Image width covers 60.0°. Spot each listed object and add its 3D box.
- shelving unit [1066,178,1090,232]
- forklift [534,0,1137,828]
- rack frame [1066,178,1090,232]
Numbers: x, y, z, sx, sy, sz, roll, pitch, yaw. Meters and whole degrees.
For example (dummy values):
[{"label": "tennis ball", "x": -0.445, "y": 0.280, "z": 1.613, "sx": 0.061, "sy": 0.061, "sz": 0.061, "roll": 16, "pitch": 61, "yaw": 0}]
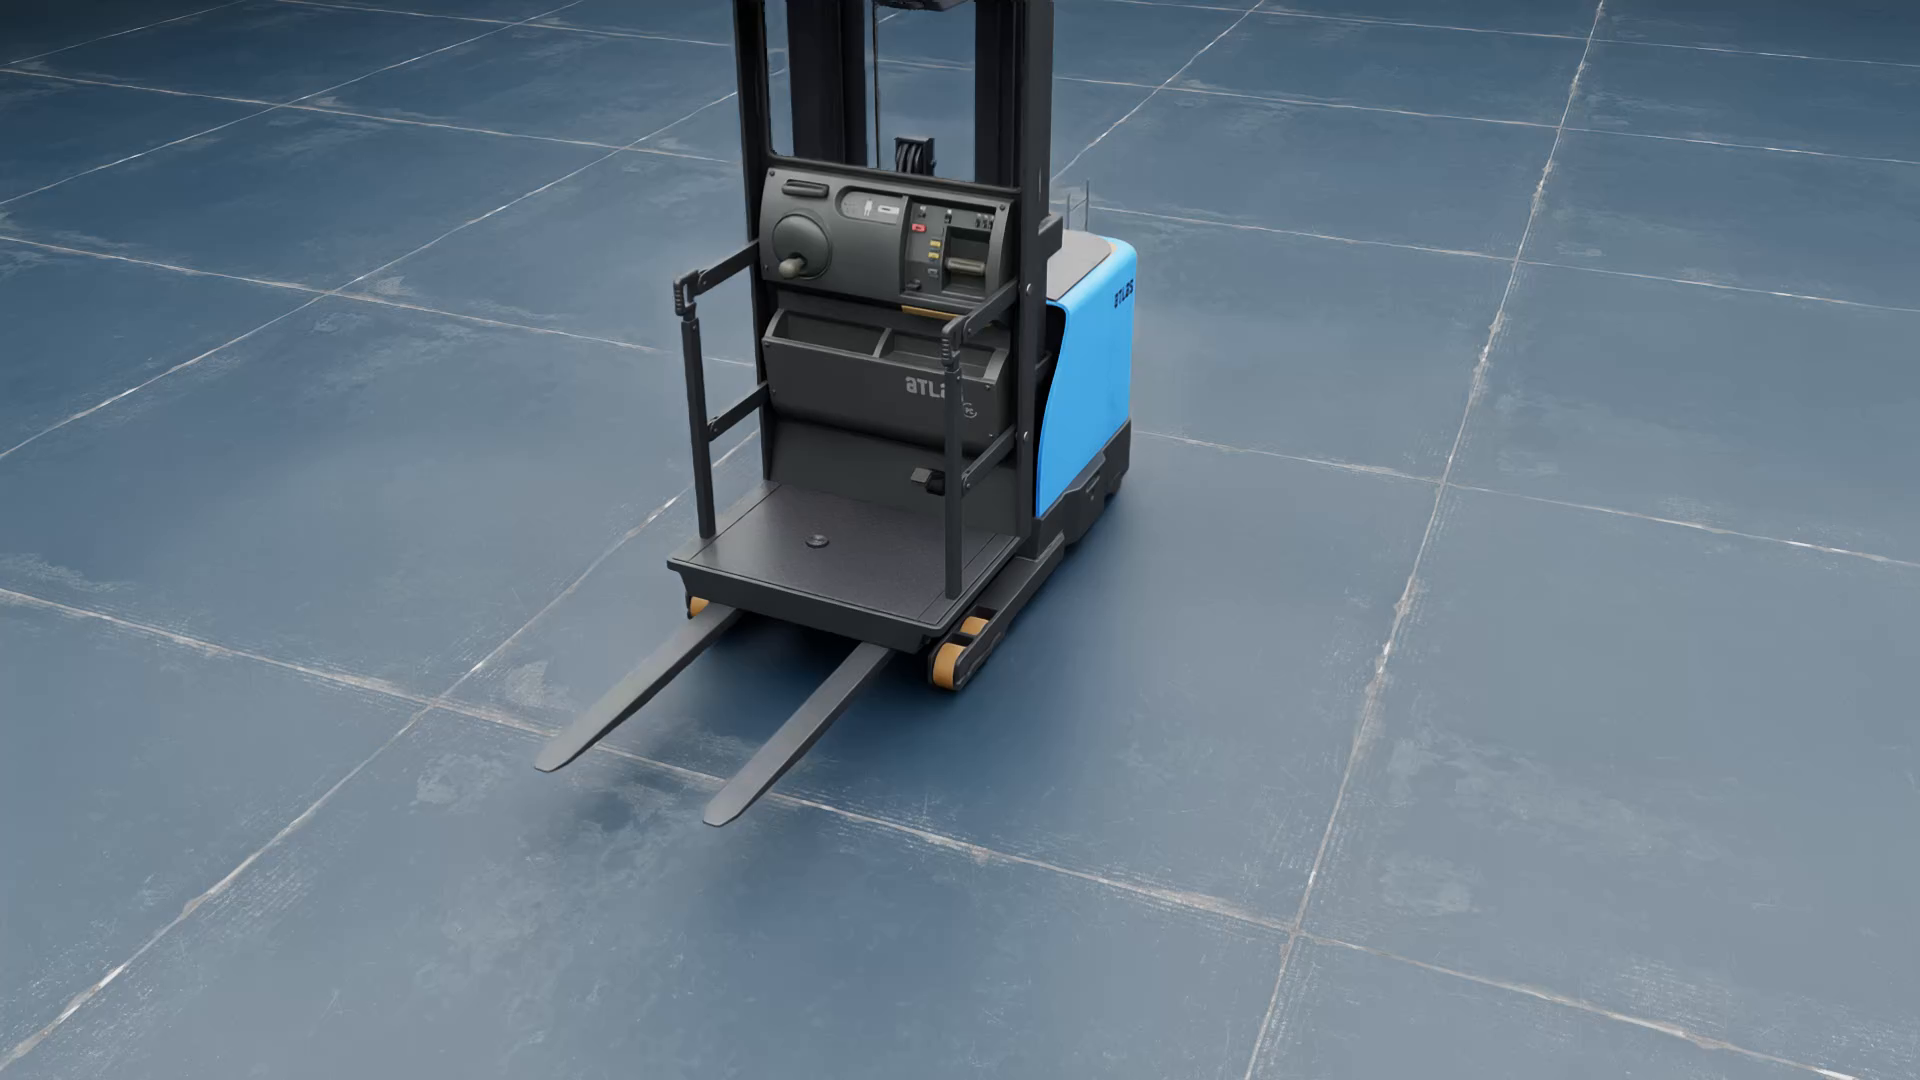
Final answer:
[{"label": "shelving unit", "x": 0.410, "y": -0.967, "z": 7.241, "sx": 0.189, "sy": 1.200, "sz": 0.258, "roll": 13, "pitch": 32, "yaw": 22}, {"label": "forklift", "x": -0.357, "y": -0.994, "z": 5.529, "sx": 1.130, "sy": 2.935, "sz": 3.031, "roll": 13, "pitch": 32, "yaw": 22}, {"label": "rack frame", "x": 0.493, "y": -0.948, "z": 7.207, "sx": 0.006, "sy": 1.200, "sz": 0.240, "roll": 13, "pitch": 32, "yaw": 22}]
